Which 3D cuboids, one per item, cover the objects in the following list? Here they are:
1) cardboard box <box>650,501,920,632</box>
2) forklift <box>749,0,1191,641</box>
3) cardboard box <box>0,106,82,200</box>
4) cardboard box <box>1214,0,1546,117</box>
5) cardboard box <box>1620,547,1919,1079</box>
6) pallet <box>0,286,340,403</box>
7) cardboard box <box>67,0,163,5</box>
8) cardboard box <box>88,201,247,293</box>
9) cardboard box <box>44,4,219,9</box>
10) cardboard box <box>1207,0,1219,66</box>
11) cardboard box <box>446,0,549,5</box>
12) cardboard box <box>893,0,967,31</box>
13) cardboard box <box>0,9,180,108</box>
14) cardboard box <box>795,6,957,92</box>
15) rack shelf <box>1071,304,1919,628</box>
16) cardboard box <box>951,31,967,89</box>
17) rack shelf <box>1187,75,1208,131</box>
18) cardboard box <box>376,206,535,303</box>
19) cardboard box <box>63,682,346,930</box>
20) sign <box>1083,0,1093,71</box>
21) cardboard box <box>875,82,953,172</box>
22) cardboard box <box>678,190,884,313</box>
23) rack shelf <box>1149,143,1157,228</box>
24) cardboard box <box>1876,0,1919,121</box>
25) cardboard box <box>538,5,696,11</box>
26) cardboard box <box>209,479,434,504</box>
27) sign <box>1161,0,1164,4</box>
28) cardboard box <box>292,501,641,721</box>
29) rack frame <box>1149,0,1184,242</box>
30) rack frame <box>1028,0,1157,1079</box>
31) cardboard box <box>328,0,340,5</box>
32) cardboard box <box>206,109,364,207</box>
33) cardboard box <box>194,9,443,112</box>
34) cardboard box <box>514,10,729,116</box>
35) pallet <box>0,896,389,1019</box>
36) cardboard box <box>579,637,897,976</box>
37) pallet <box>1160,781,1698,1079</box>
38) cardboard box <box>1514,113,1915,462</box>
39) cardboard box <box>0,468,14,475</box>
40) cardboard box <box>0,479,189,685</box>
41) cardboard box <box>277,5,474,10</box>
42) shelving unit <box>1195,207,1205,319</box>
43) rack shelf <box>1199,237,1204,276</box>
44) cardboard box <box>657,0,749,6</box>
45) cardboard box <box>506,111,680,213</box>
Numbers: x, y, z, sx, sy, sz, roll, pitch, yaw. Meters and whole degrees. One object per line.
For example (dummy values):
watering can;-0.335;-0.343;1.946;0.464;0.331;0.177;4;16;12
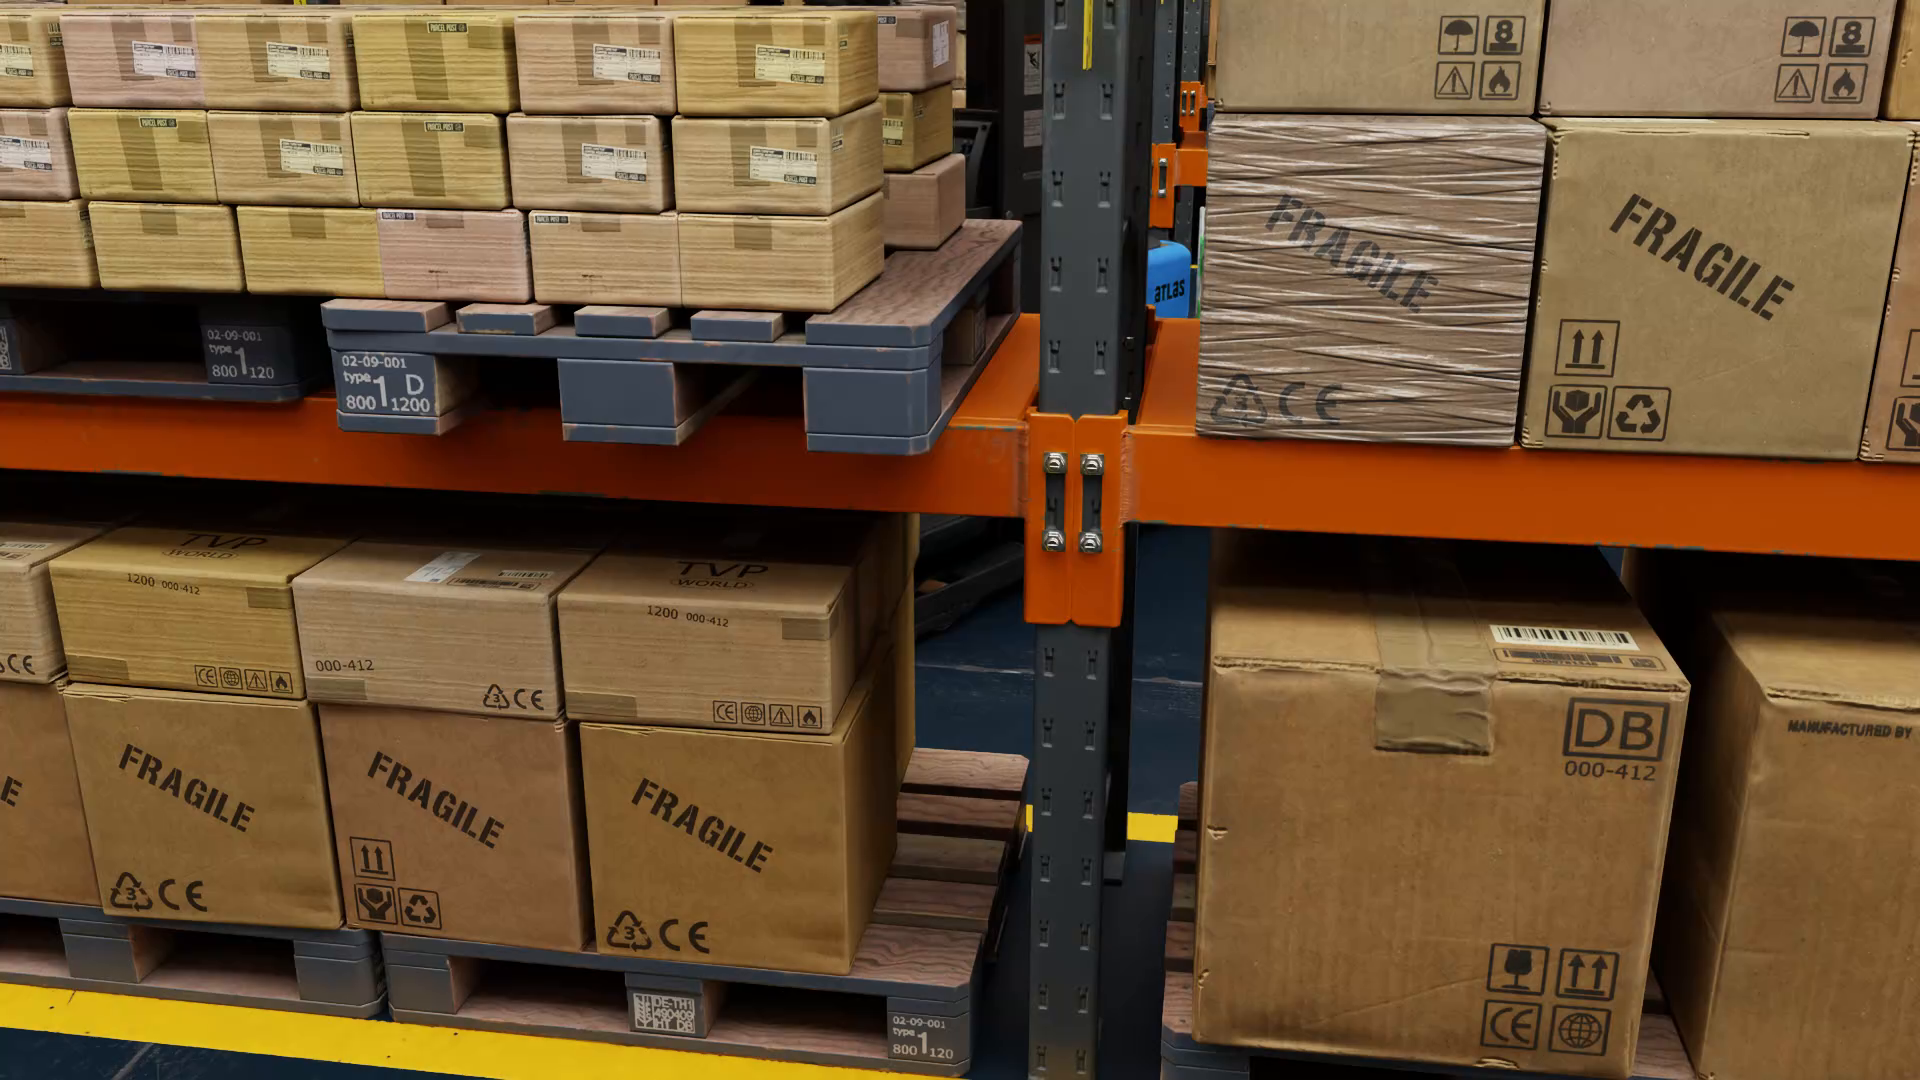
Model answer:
cardboard box;-0.372;-0.010;3.702;0.500;0.250;0.500;2;19;6
forklift;-0.416;-1.222;5.335;1.130;2.935;3.031;14;23;36
cardboard box;-1.563;-0.698;2.927;0.250;0.149;0.380;3;19;10
cardboard box;0.712;-1.026;2.909;0.500;0.500;0.700;3;19;8
cardboard box;1.721;0.439;3.147;0.750;0.750;1.050;3;19;9
pallet;-1.690;-0.526;3.451;1.213;0.211;1.003;3;19;9
cardboard box;-4.003;-2.774;8.134;0.500;0.500;0.500;3;19;8
cardboard box;-1.300;-0.544;2.935;0.250;0.149;0.380;2;19;6
cardboard box;-1.698;-1.056;3.528;0.250;0.149;0.380;3;19;8
cardboard box;1.364;-2.379;7.397;0.500;0.500;0.500;2;19;7
cardboard box;-2.098;-2.680;7.852;0.500;0.500;0.500;3;19;8
cardboard box;-0.104;-2.575;7.539;0.500;0.500;0.500;3;19;10
cardboard box;-1.562;-0.839;2.881;0.250;0.149;0.380;4;19;11
cardboard box;-0.159;-0.977;3.291;0.250;0.149;0.380;3;19;9
rack shelf;2.245;-0.089;2.974;4.000;0.370;1.077;3;19;9
cardboard box;-0.069;-2.222;7.664;0.500;0.250;0.500;2;19;7
rack shelf;3.714;-3.200;12.272;4.000;0.370;1.077;3;19;9
cardboard box;-0.788;-0.517;2.855;0.250;0.149;0.380;3;19;10
cardboard box;-1.457;0.456;3.491;0.500;0.500;0.500;2;19;6
sign;0.194;-0.871;2.480;0.005;0.325;0.100;3;19;9
cardboard box;-0.174;-0.839;3.347;0.250;0.149;0.380;4;19;11
cardboard box;-0.289;-0.491;2.778;0.250;0.149;0.380;3;19;10
rack shelf;-1.019;-1.846;8.226;4.000;0.370;1.077;3;19;9
cardboard box;1.719;-0.976;2.759;0.500;0.500;0.700;3;19;8
cardboard box;-0.662;-1.003;3.369;0.250;0.149;0.380;3;19;8
cardboard box;-1.359;-0.065;3.865;0.500;0.250;0.500;3;19;9
sign;0.871;-2.461;7.107;0.005;0.325;0.100;3;19;9
cardboard box;-0.946;0.126;3.295;0.500;0.250;0.500;3;19;9
rack frame;0.956;-2.086;7.811;0.127;3.000;1.000;3;19;9
rack frame;0.271;-0.530;3.161;0.127;3.000;1.000;3;19;9
cardboard box;-3.425;-2.909;8.536;0.500;0.500;0.500;3;19;9
cardboard box;-1.060;-0.672;2.849;0.250;0.149;0.380;3;19;9
cardboard box;-1.056;-0.812;2.800;0.250;0.149;0.380;3;19;10
cardboard box;-0.533;-0.787;2.724;0.250;0.149;0.380;3;19;8
pallet;-1.702;0.690;3.908;1.213;0.211;1.003;3;19;9
cardboard box;-0.420;0.505;3.345;0.500;0.500;0.500;3;19;8
pallet;1.037;0.855;3.414;1.213;0.211;1.003;3;19;9
cardboard box;1.174;-0.446;2.751;0.500;0.500;0.500;3;19;8
cardboard box;-2.398;-0.113;4.008;0.500;0.250;0.500;4;19;11
cardboard box;-1.962;0.072;3.456;0.500;0.250;0.500;4;19;11
cardboard box;-1.191;-1.029;3.449;0.250;0.149;0.380;4;19;11
shelving unit;1.172;-0.660;6.384;0.503;1.200;0.258;17;25;40
rack shelf;1.171;-1.054;6.251;0.480;0.148;0.258;17;25;40
cardboard box;-1.091;-2.630;7.702;0.500;0.500;0.500;3;19;8
cardboard box;-0.553;-0.647;2.773;0.250;0.149;0.380;4;19;11
